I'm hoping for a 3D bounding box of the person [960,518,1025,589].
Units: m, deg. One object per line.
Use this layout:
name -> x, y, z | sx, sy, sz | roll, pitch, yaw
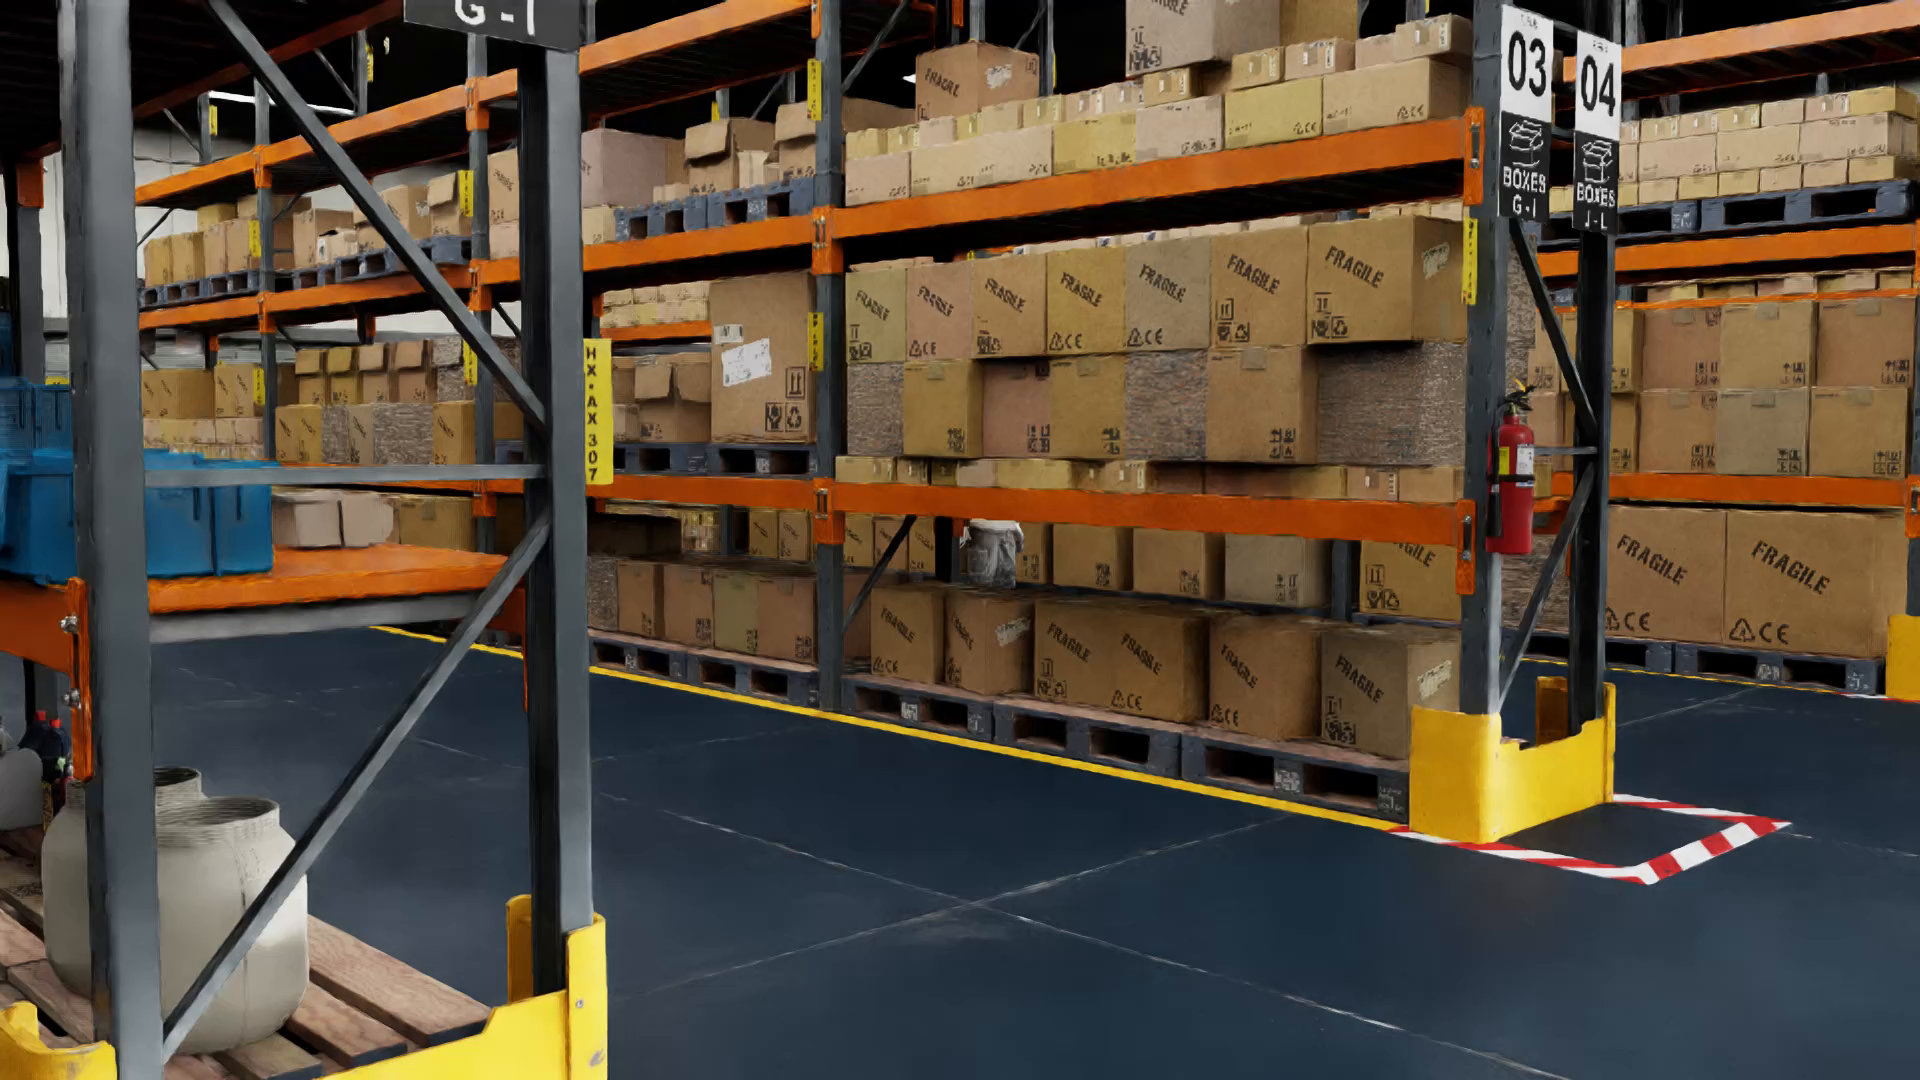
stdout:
person -> 0.206, -0.053, 11.524 | 0.680, 1.757, 0.556 | 2, 4, 26
